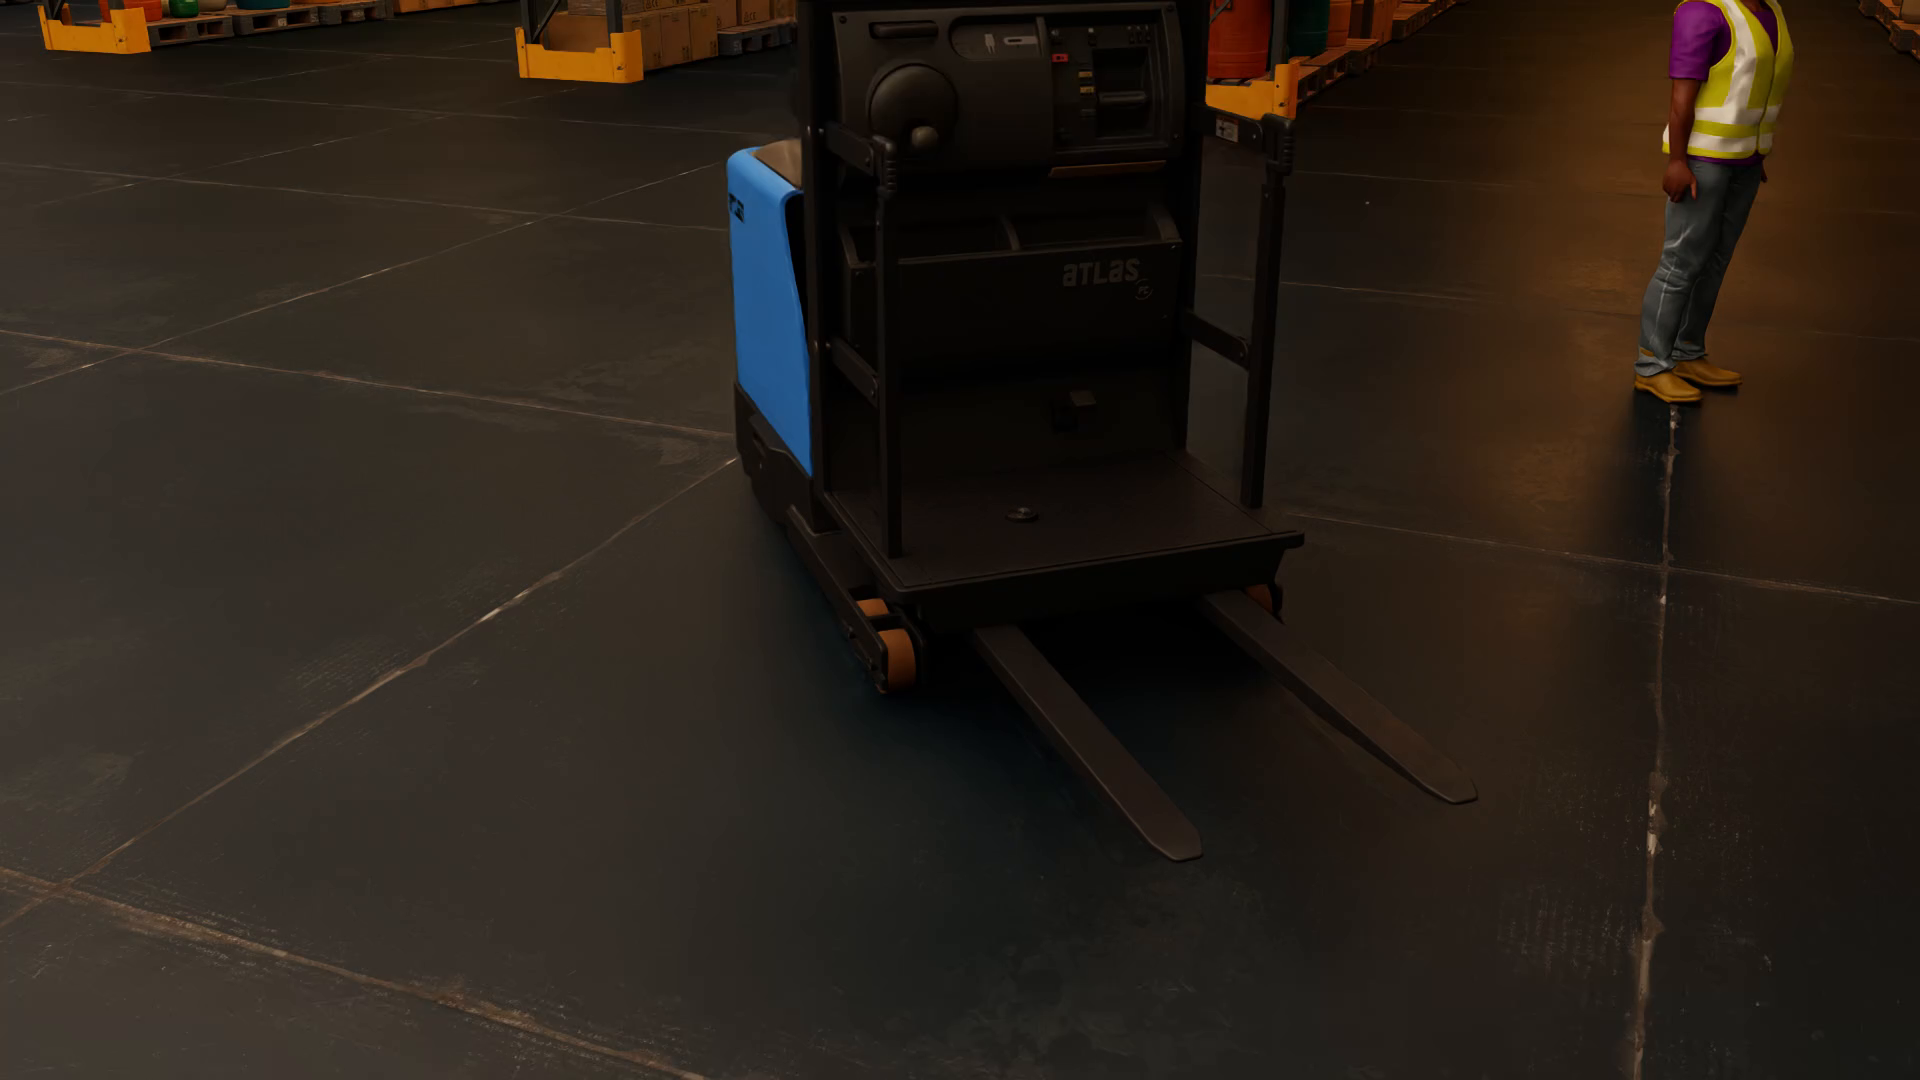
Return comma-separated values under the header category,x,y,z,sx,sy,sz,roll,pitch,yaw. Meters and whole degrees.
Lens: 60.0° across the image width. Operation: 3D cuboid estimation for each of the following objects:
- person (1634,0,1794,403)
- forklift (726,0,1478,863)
category,x,y,z,sx,sy,sz,roll,pitch,yaw
person,2.839,-1.421,6.203,0.553,1.771,0.378,-17,28,-35
forklift,0.210,-1.143,4.028,1.130,2.935,3.031,-8,24,-18
